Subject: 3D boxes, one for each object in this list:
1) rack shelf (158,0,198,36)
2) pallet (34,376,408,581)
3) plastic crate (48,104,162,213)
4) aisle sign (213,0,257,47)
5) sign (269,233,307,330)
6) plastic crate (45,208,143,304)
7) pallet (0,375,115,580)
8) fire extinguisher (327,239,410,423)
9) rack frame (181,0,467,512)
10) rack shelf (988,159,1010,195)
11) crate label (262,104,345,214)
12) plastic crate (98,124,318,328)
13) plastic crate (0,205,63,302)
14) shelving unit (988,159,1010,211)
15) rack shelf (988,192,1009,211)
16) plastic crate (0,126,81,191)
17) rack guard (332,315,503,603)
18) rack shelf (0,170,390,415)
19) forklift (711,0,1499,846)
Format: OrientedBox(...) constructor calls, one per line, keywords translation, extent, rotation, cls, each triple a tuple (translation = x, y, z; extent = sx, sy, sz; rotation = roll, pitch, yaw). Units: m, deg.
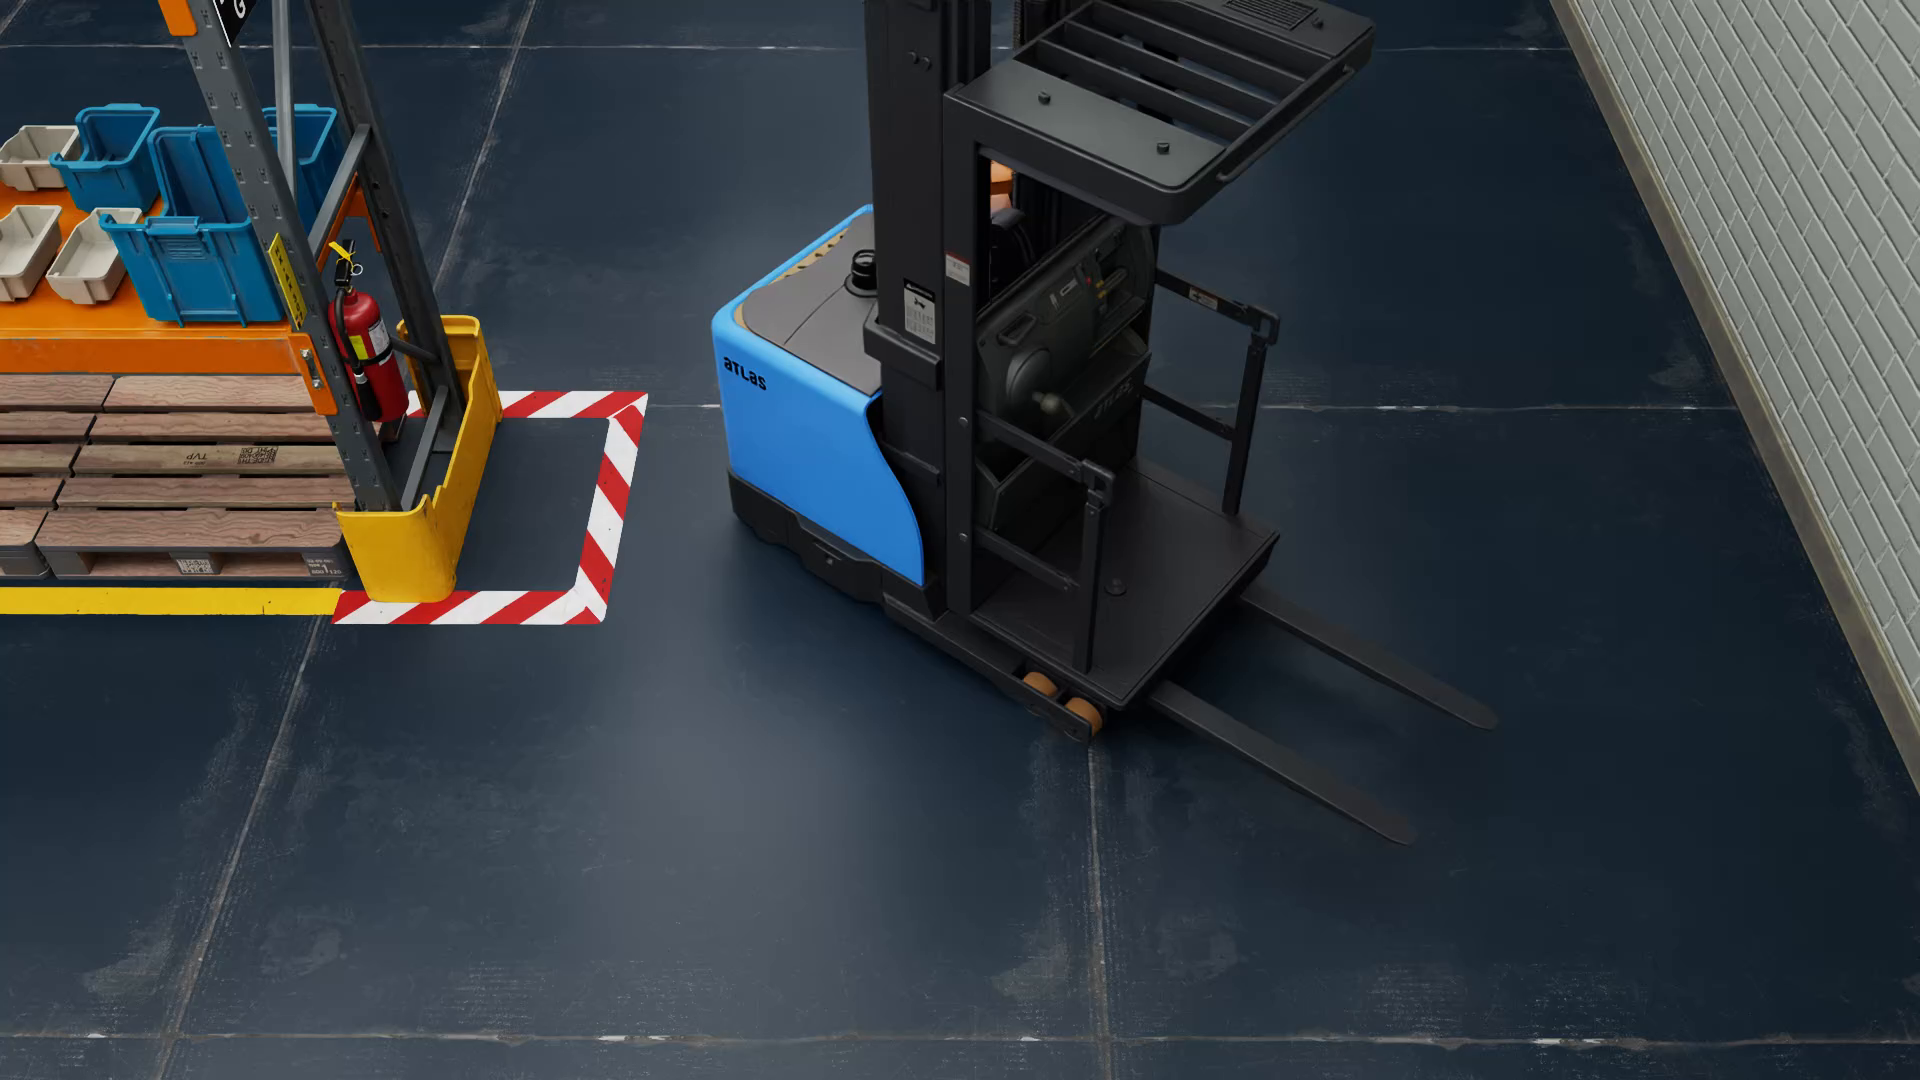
OrientedBox(translation=(-4.218, -1.975, 5.062), extent=(4.000, 0.370, 1.077), rotation=(0, 47, 0), cls="rack shelf")
OrientedBox(translation=(-3.042, -0.273, 6.941), extent=(1.213, 0.211, 1.003), rotation=(0, 47, 0), cls="pallet")
OrientedBox(translation=(-3.122, -1.399, 6.158), extent=(0.300, 0.233, 0.416), rotation=(0, 47, 0), cls="plastic crate")
OrientedBox(translation=(-2.147, -1.864, 4.740), extent=(0.004, 0.787, 0.394), rotation=(0, 47, 0), cls="aisle sign")
OrientedBox(translation=(-2.204, -0.846, 5.457), extent=(0.005, 0.325, 0.100), rotation=(0, 47, 0), cls="sign")
OrientedBox(translation=(-3.034, -0.993, 5.845), extent=(0.243, 0.136, 0.396), rotation=(0, 47, 0), cls="plastic crate")
OrientedBox(translation=(-4.259, -0.279, 6.946), extent=(1.213, 0.211, 1.003), rotation=(0, 47, 0), cls="pallet")
OrientedBox(translation=(-2.069, -0.706, 5.746), extent=(0.183, 0.674, 0.296), rotation=(0, 47, 0), cls="fire extinguisher")
OrientedBox(translation=(-2.218, -1.193, 5.892), extent=(0.127, 3.000, 1.000), rotation=(0, 47, 0), cls="rack frame")
OrientedBox(translation=(-0.006, -1.484, 6.850), extent=(0.480, 0.148, 0.258), rotation=(-8, 49, -7), cls="rack shelf")
OrientedBox(translation=(-2.464, -1.398, 6.156), extent=(0.303, 0.233, 0.416), rotation=(0, 47, 0), cls="crate label")
OrientedBox(translation=(-2.553, -1.089, 5.730), extent=(0.499, 0.435, 0.616), rotation=(0, 47, 0), cls="plastic crate")
OrientedBox(translation=(-3.324, -1.004, 5.855), extent=(0.243, 0.136, 0.396), rotation=(0, 47, 0), cls="plastic crate")
OrientedBox(translation=(-0.008, -1.225, 7.146), extent=(0.503, 1.200, 0.258), rotation=(-8, 49, -7), cls="shelving unit")
OrientedBox(translation=(-0.007, -1.328, 7.028), extent=(0.480, 0.148, 0.258), rotation=(-8, 49, -7), cls="rack shelf")
OrientedBox(translation=(-3.462, -1.428, 6.250), extent=(0.298, 0.136, 0.250), rotation=(0, 47, 0), cls="plastic crate")
OrientedBox(translation=(-2.194, -0.350, 6.815), extent=(0.348, 0.500, 1.175), rotation=(0, 47, 0), cls="rack guard")
OrientedBox(translation=(-4.218, -0.953, 6.160), extent=(4.000, 0.370, 1.077), rotation=(0, 47, 0), cls="rack shelf")
OrientedBox(translation=(0.530, -0.699, 5.479), extent=(3.031, 2.935, 1.130), rotation=(30, 54, 25), cls="forklift")
